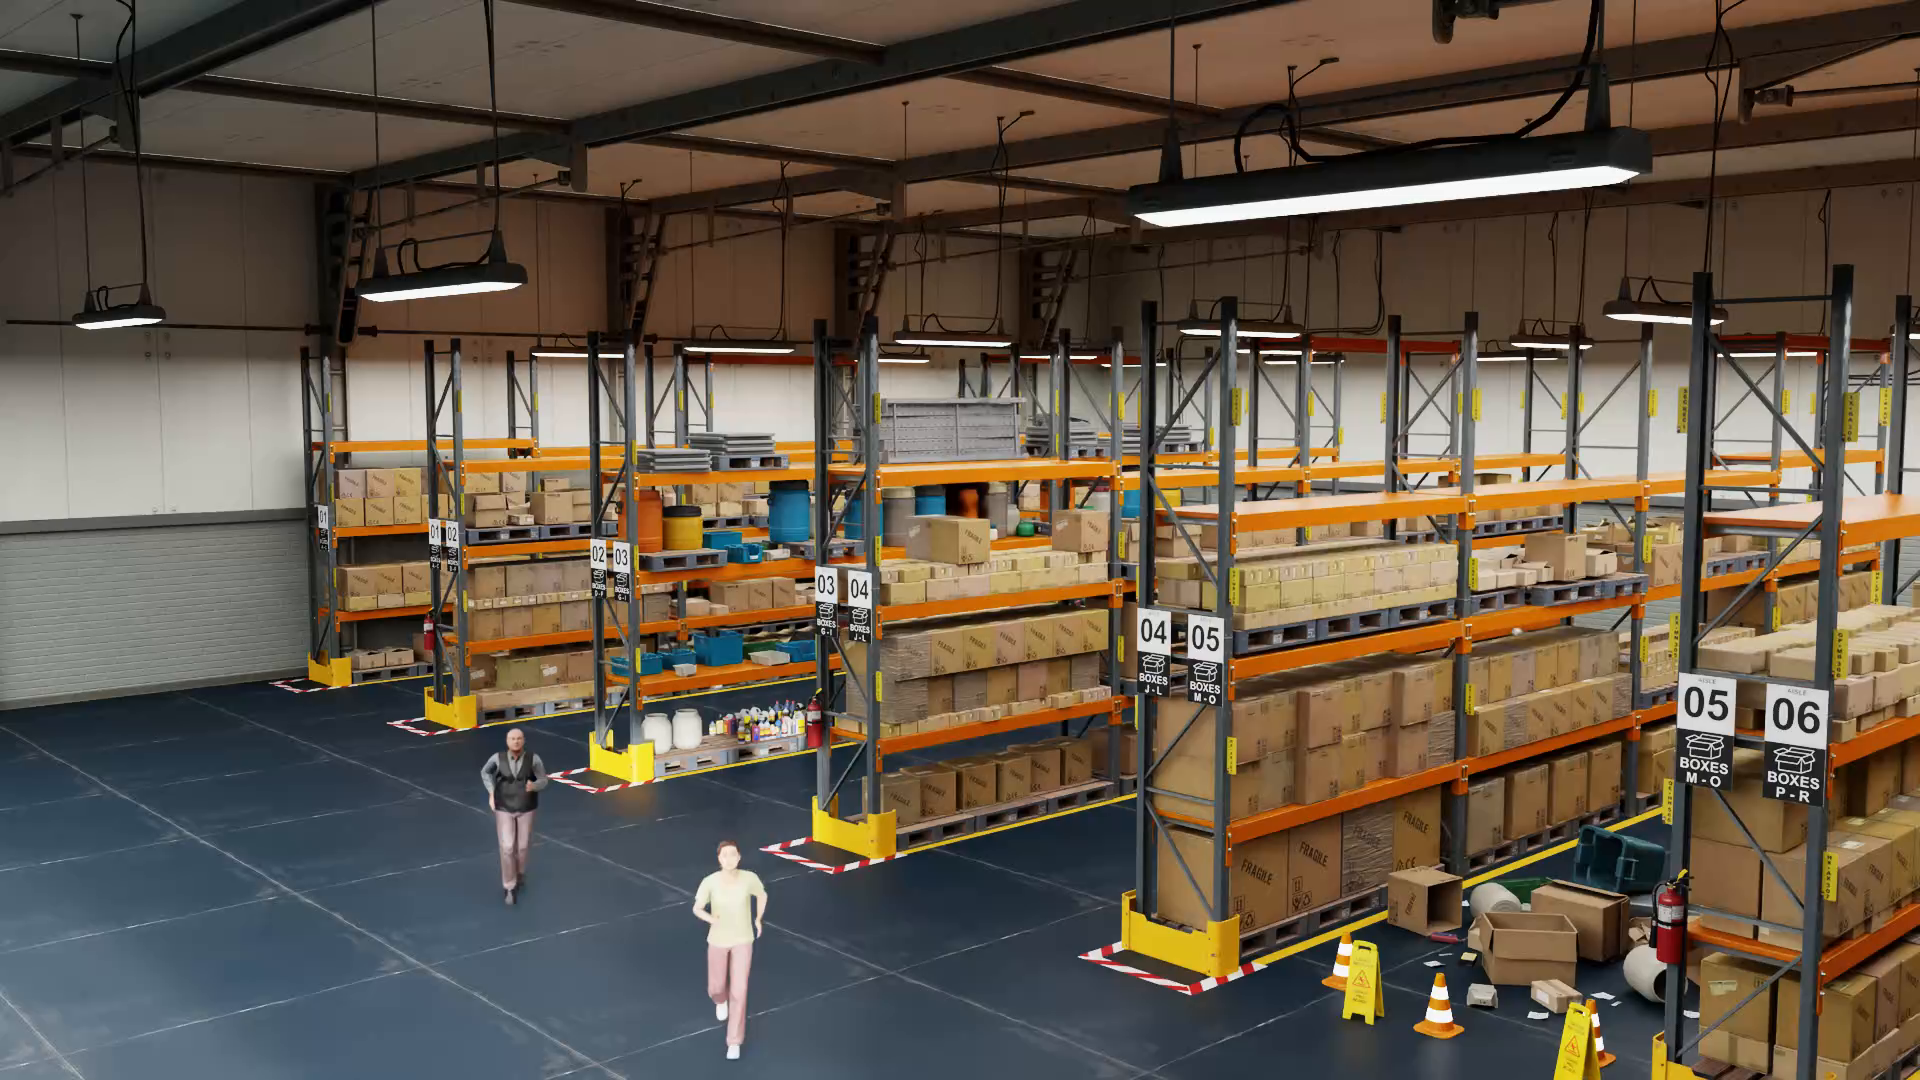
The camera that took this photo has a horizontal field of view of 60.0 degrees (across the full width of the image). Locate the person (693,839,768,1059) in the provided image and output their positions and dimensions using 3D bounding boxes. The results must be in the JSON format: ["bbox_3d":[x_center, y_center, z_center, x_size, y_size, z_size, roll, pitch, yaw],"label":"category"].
[{"bbox_3d":[-1.816,3.183,13.191,0.589,1.640,0.867,-1,5,-7],"label":"person"}]

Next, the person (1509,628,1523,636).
[{"bbox_3d":[8.434,2.135,25.306,0.592,1.616,0.588,4,6,38],"label":"person"}]

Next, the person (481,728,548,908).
[{"bbox_3d":[-4.549,2.814,17.054,0.641,1.785,0.794,-2,5,-22],"label":"person"}]

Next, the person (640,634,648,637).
[{"bbox_3d":[-5.825,1.617,30.232,0.968,1.745,0.710,-5,7,-42],"label":"person"}]
